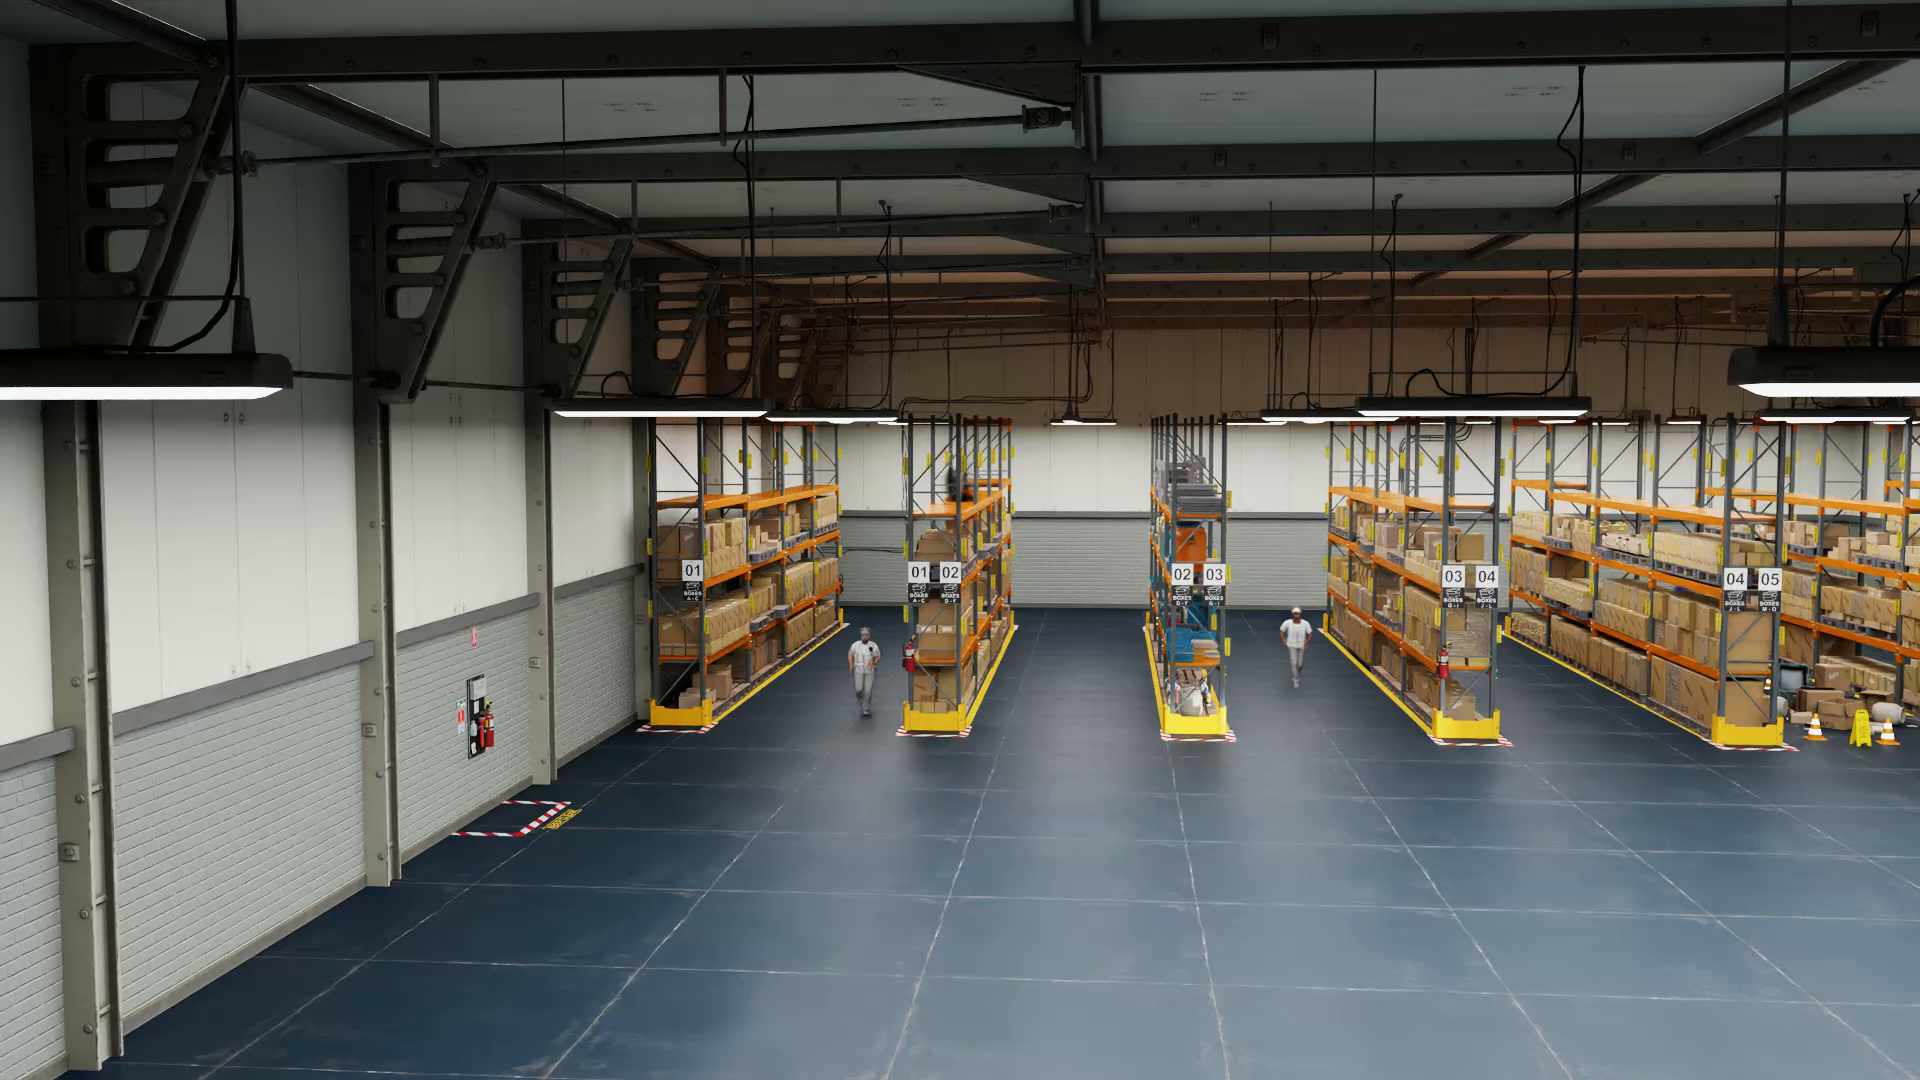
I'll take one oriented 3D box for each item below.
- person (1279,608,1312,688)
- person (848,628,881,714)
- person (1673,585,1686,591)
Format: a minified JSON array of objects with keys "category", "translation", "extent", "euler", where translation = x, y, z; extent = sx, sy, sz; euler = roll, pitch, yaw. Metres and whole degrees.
[{"category":"person","translation":[7.461,2.369,36.907],"extent":[0.715,1.761,0.852],"euler":[0,4,3]},{"category":"person","translation":[-1.910,2.615,33.207],"extent":[0.664,1.733,0.590],"euler":[0,4,-2]},{"category":"person","translation":[20.358,1.754,47.111],"extent":[0.599,1.587,0.620],"euler":[1,4,12]}]
